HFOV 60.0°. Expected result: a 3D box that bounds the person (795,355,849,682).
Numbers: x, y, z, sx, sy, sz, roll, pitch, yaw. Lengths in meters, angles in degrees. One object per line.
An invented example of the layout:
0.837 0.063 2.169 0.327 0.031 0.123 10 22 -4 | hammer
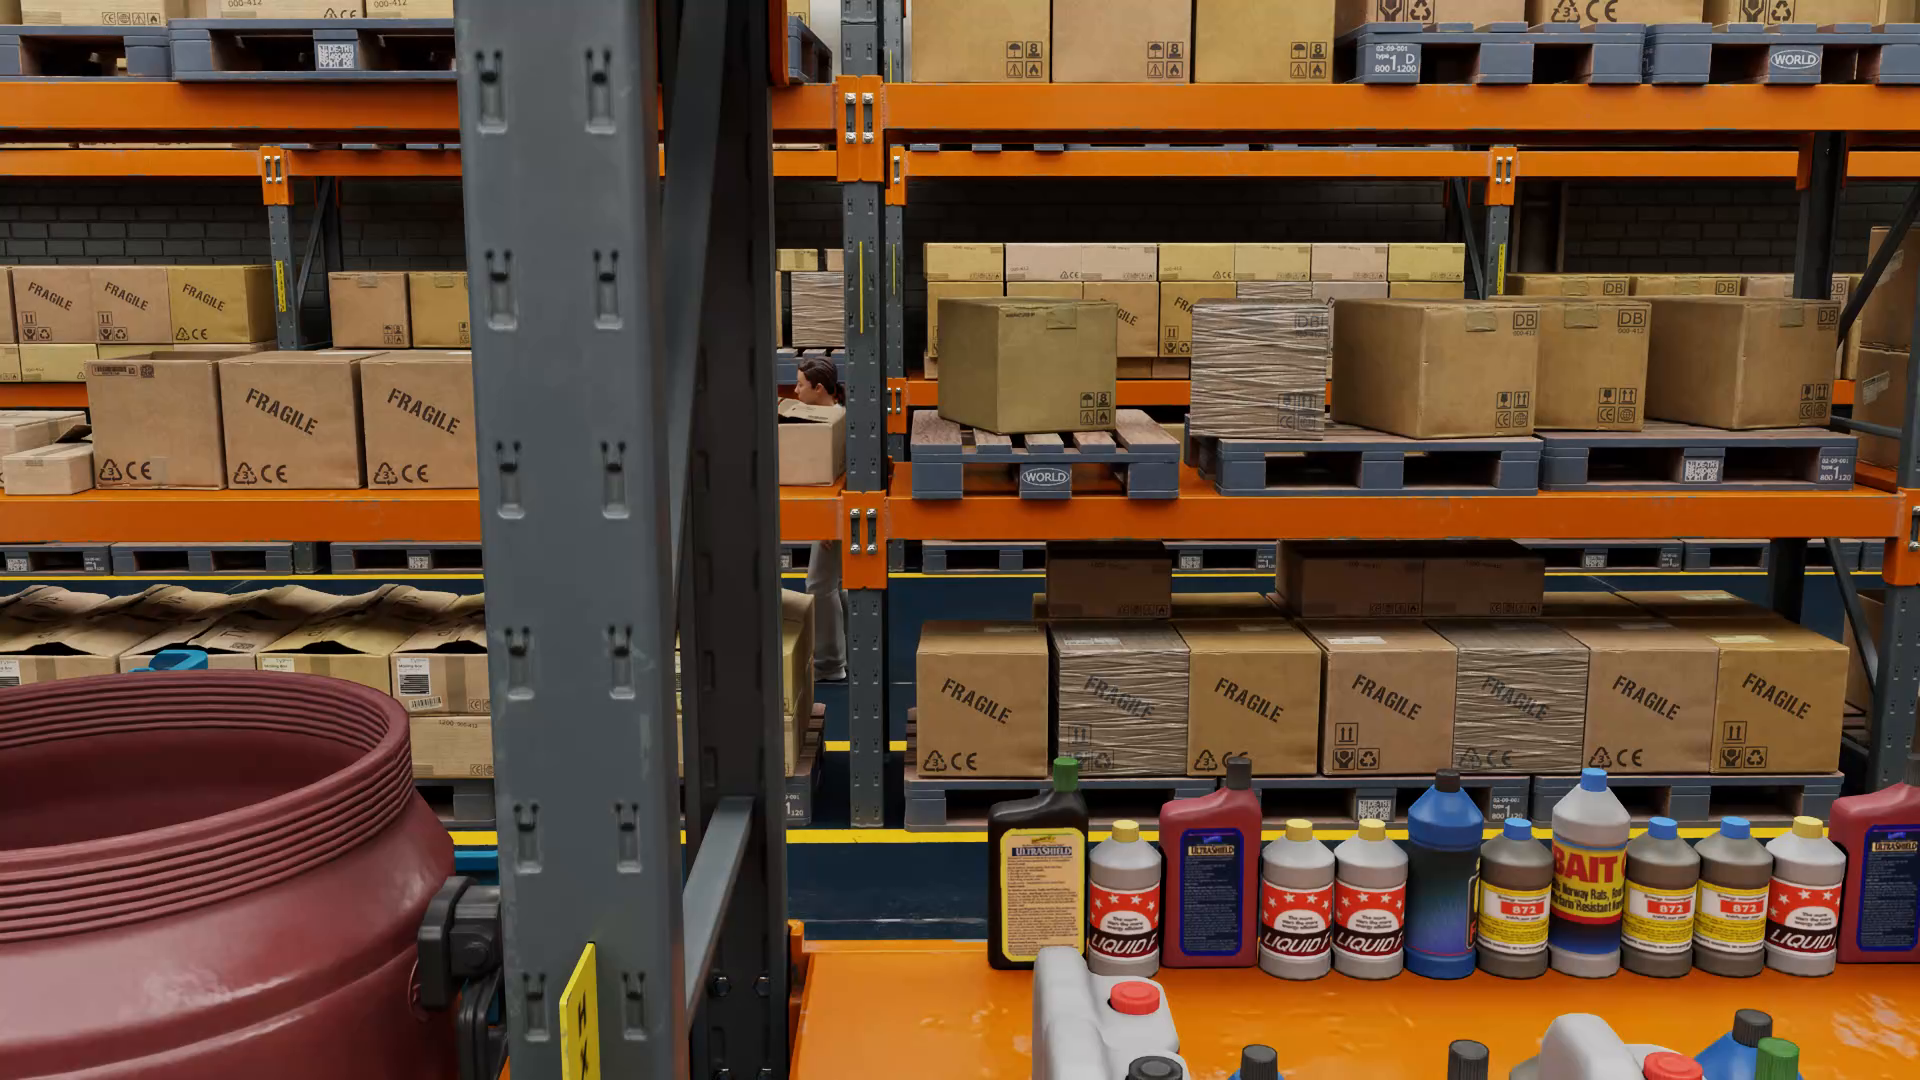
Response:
-0.695 -0.111 8.526 0.414 1.672 0.514 -1 10 -4 | person
